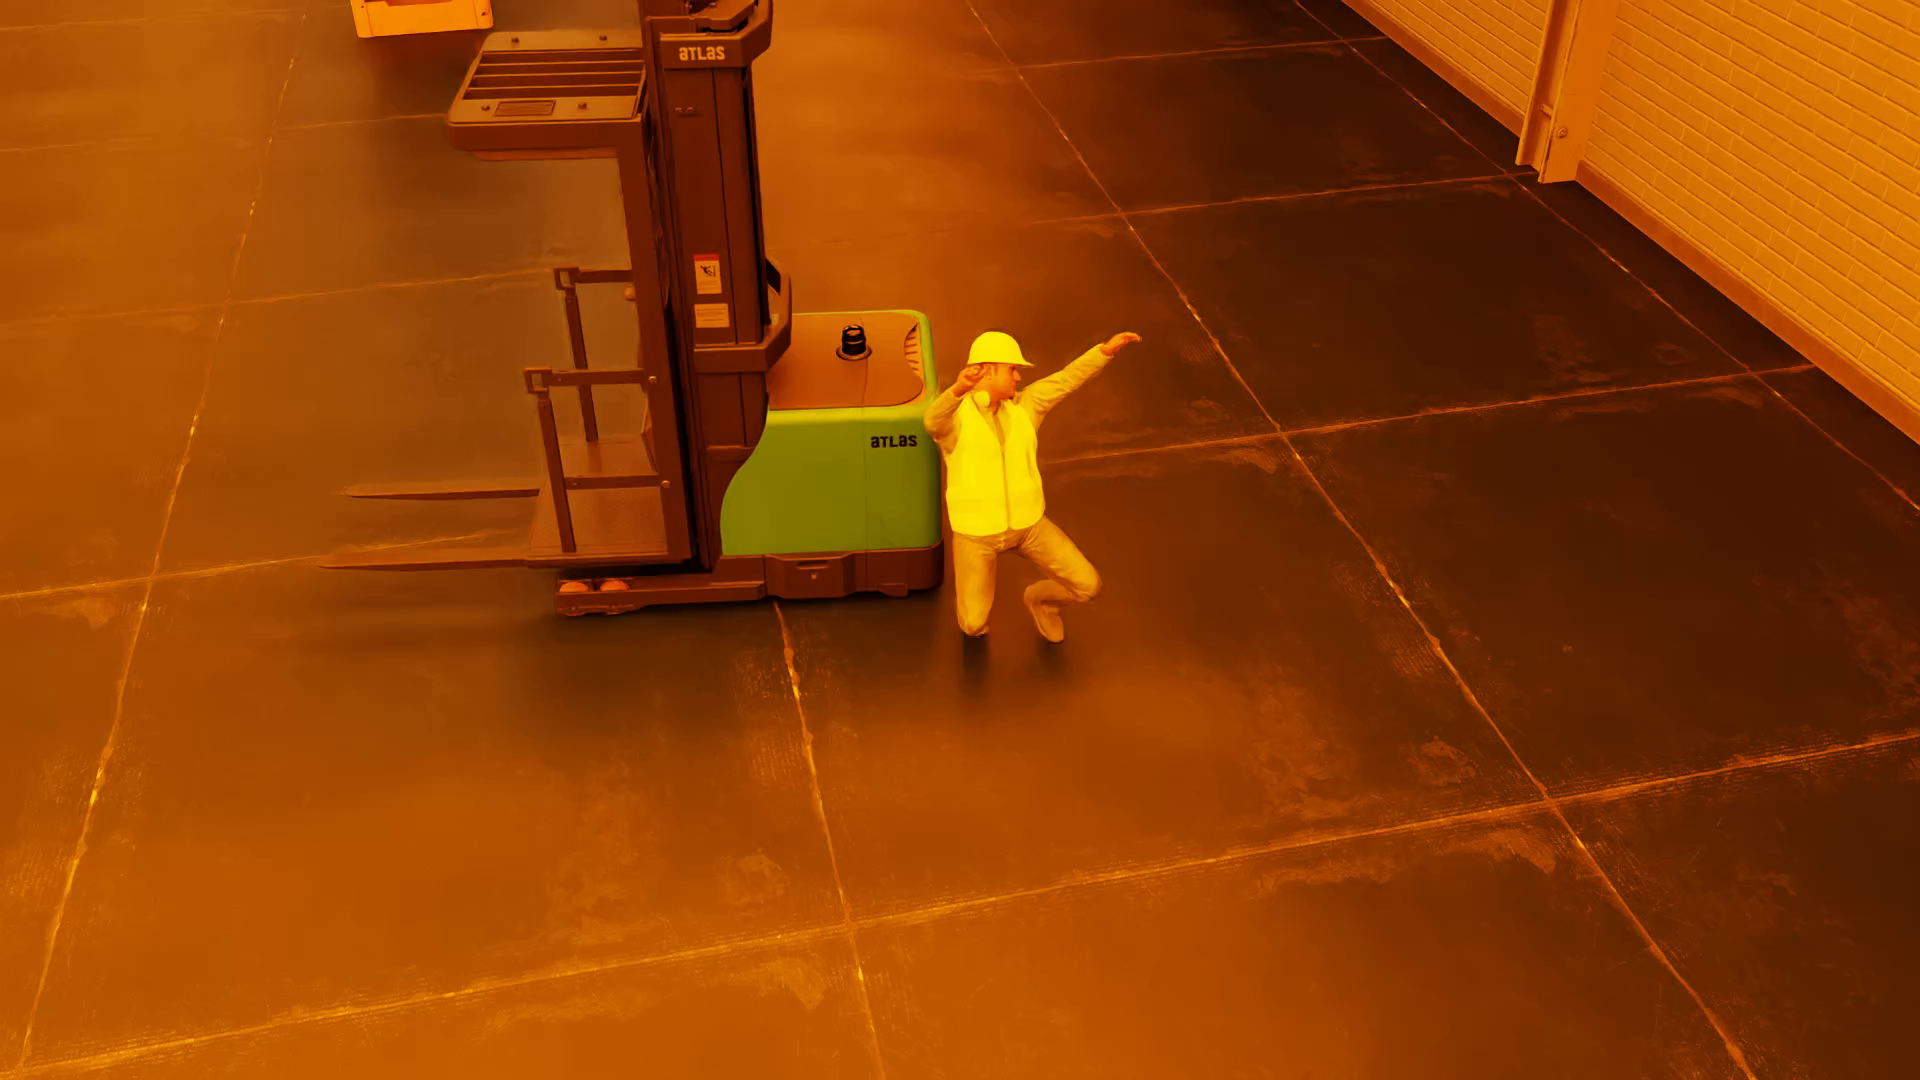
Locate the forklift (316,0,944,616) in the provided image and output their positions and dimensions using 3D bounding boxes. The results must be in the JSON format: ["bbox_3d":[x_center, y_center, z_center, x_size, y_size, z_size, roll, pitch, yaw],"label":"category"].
[{"bbox_3d":[-1.617,-1.142,7.637,3.031,2.935,1.130,-2,36,-3],"label":"forklift"}]

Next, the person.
[{"bbox_3d":[0.323,-0.222,7.502,1.008,1.626,0.818,-11,37,-15],"label":"person"}]
